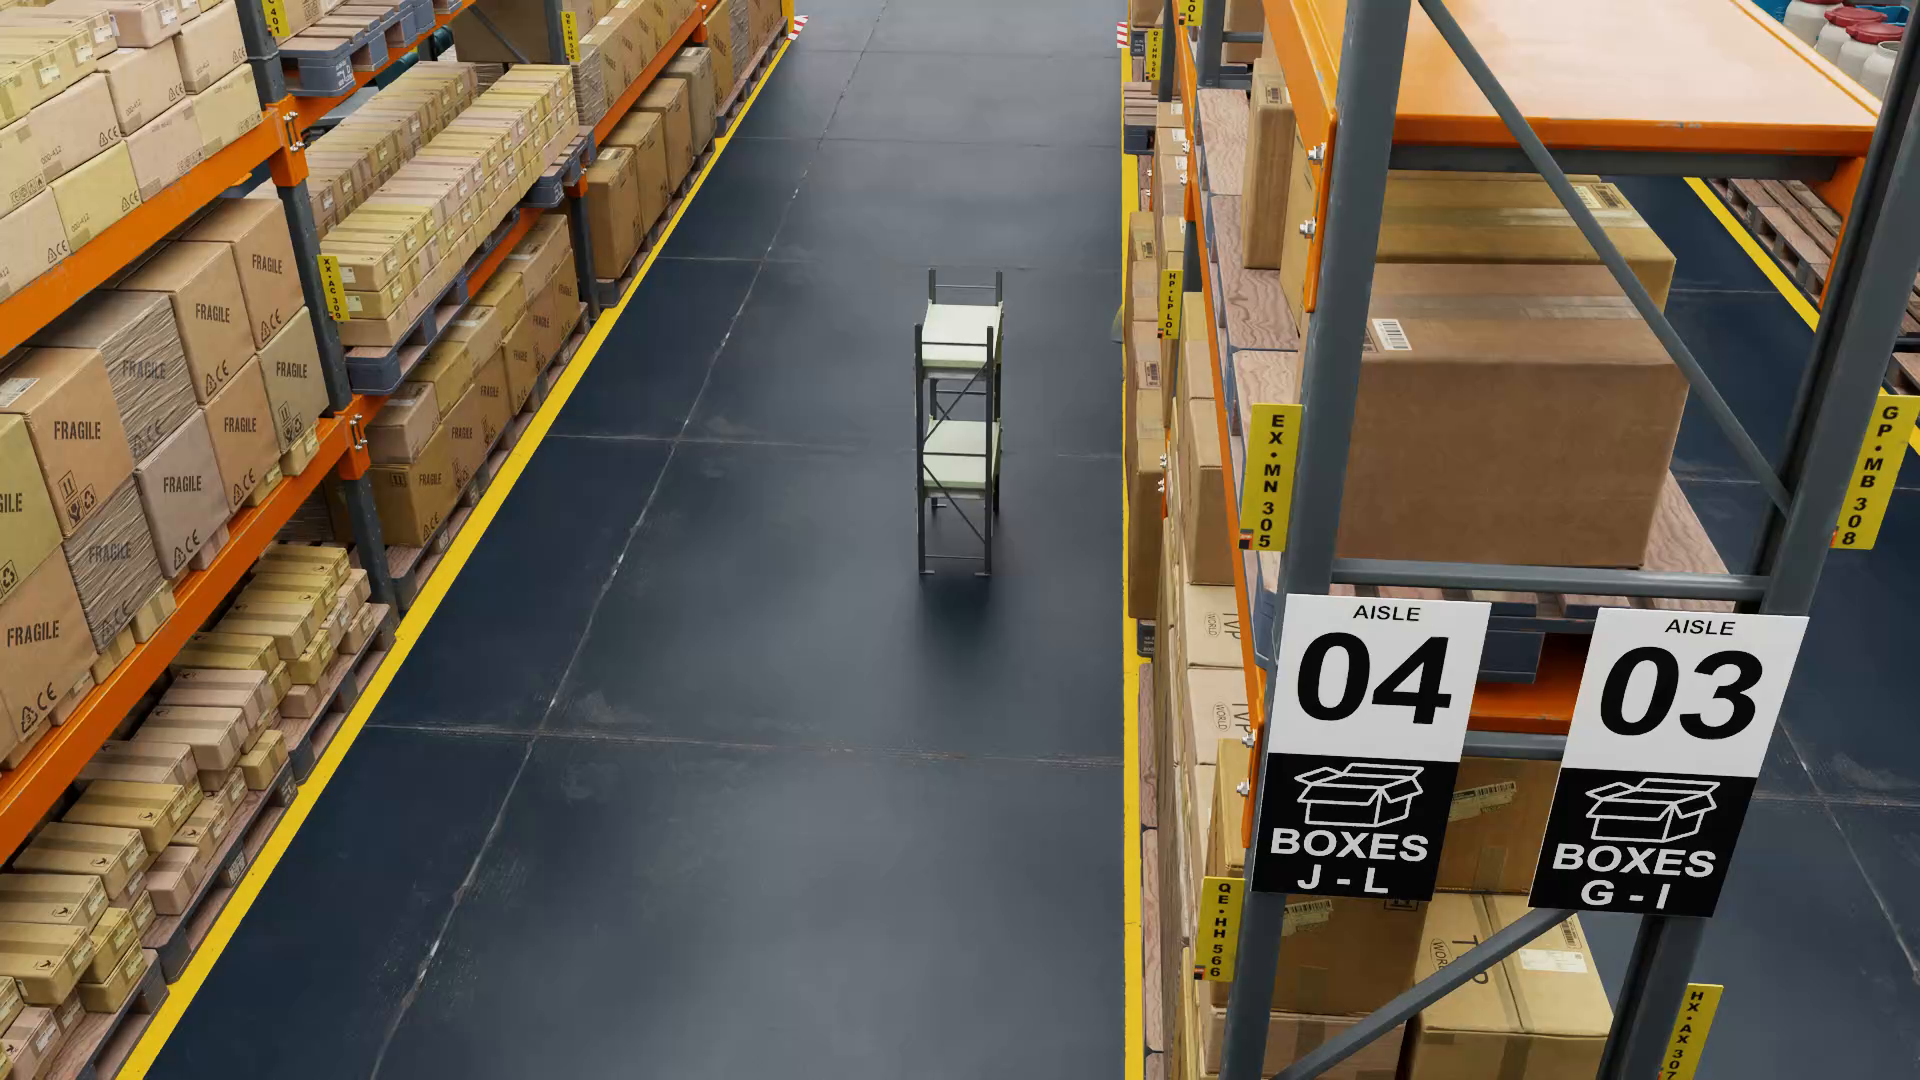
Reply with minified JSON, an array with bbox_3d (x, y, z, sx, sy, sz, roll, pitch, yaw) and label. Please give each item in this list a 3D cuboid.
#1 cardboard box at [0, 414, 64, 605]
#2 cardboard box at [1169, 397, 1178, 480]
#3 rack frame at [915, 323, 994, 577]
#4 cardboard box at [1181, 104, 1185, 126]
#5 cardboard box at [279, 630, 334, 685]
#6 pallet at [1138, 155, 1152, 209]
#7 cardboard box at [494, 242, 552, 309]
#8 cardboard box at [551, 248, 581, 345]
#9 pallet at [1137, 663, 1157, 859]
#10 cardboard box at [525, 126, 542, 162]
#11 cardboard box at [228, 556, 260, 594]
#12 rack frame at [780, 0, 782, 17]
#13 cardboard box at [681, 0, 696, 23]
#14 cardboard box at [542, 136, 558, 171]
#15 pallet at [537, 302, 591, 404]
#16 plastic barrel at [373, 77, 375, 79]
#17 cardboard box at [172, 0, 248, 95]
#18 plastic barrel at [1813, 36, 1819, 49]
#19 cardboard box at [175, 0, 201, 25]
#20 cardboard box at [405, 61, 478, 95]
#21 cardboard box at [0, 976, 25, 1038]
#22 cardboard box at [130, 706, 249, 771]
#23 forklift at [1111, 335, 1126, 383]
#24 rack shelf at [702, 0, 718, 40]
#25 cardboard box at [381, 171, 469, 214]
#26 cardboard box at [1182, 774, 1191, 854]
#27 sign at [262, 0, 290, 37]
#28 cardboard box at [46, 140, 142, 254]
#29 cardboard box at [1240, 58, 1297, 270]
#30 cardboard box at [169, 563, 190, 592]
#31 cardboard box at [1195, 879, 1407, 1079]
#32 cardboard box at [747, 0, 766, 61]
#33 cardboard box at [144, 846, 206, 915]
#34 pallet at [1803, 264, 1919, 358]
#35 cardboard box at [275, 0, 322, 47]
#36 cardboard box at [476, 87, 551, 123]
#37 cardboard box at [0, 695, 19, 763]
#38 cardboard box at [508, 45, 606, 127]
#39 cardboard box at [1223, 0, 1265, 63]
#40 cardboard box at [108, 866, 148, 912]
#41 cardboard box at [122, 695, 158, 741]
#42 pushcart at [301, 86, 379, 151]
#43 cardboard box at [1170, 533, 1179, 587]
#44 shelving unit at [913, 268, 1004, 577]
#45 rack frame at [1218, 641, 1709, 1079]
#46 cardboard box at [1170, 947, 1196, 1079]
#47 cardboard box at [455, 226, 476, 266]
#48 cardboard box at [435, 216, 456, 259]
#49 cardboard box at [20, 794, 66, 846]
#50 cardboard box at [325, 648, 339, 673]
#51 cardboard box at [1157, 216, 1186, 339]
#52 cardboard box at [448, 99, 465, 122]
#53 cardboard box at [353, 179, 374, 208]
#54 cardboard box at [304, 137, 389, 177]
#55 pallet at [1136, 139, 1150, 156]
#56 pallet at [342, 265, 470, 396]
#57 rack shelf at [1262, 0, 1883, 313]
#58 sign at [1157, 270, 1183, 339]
[{"bbox_3d":[-3.390,-0.086,5.478,0.500,0.500,0.500,2,32,3],"label":"cardboard box"},{"bbox_3d":[1.171,-0.387,7.159,0.500,0.250,0.500,2,32,3],"label":"cardboard box"},{"bbox_3d":[-0.029,-0.451,8.832,0.400,1.500,0.023,2,32,4],"label":"rack frame"},{"bbox_3d":[1.664,-2.398,9.511,0.797,0.503,0.637,3,32,5],"label":"cardboard box"},{"bbox_3d":[-3.188,0.546,7.819,0.380,0.149,0.250,1,32,2],"label":"cardboard box"},{"bbox_3d":[2.060,-3.148,14.437,1.003,0.211,1.213,2,32,4],"label":"pallet"},{"bbox_3d":[-2.964,-1.716,10.723,0.500,0.250,0.500,3,32,5],"label":"cardboard box"},{"bbox_3d":[-2.932,-1.675,11.371,0.500,0.500,0.500,2,32,4],"label":"cardboard box"},{"bbox_3d":[1.330,1.022,7.670,1.003,0.211,1.213,2,32,4],"label":"pallet"},{"bbox_3d":[-2.786,-2.428,10.167,0.380,0.149,0.250,3,32,4],"label":"cardboard box"},{"bbox_3d":[-3.700,0.129,8.212,0.380,0.149,0.250,4,32,6],"label":"cardboard box"},{"bbox_3d":[-2.488,-7.099,18.190,1.000,3.000,0.127,2,32,4],"label":"rack frame"},{"bbox_3d":[-2.590,-4.765,14.308,0.500,0.500,0.500,2,32,4],"label":"cardboard box"},{"bbox_3d":[-2.764,-2.445,10.478,0.380,0.149,0.250,3,32,5],"label":"cardboard box"},{"bbox_3d":[-3.204,-1.320,11.471,1.003,0.211,1.213,2,32,4],"label":"pallet"},{"bbox_3d":[-6.089,-5.016,17.266,0.512,0.421,0.421,27,41,37],"label":"plastic barrel"},{"bbox_3d":[-3.249,-1.998,6.720,0.500,0.250,0.500,1,32,2],"label":"cardboard box"},{"bbox_3d":[6.797,-3.786,12.947,0.301,0.262,0.301,0,32,0],"label":"plastic barrel"},{"bbox_3d":[-3.230,-2.105,6.515,0.380,0.149,0.250,3,32,5],"label":"cardboard box"},{"bbox_3d":[-3.370,-3.005,10.819,0.380,0.149,0.250,3,32,4],"label":"cardboard box"},{"bbox_3d":[-3.507,1.641,5.759,0.380,0.149,0.250,3,32,5],"label":"cardboard box"},{"bbox_3d":[-3.268,0.840,7.058,0.380,0.149,0.250,1,32,2],"label":"cardboard box"},{"bbox_3d":[2.551,-2.285,10.444,3.031,2.935,1.130,-1,32,-1],"label":"forklift"},{"bbox_3d":[-2.651,-5.747,16.682,1.077,0.370,4.000,2,32,4],"label":"rack shelf"},{"bbox_3d":[-2.891,-1.880,8.993,0.380,0.149,0.250,2,32,4],"label":"cardboard box"},{"bbox_3d":[0.927,0.905,5.442,0.380,0.149,0.250,2,32,3],"label":"cardboard box"},{"bbox_3d":[-2.924,-2.302,7.054,0.100,0.325,0.005,2,32,4],"label":"sign"},{"bbox_3d":[-3.329,-1.243,5.971,0.500,0.250,0.500,2,32,3],"label":"cardboard box"},{"bbox_3d":[1.234,-1.140,5.071,0.700,0.500,0.500,4,32,6],"label":"cardboard box"},{"bbox_3d":[-3.360,0.127,6.705,0.380,0.149,0.250,2,32,3],"label":"cardboard box"},{"bbox_3d":[0.920,1.205,4.575,0.500,0.250,0.500,2,32,3],"label":"cardboard box"},{"bbox_3d":[-2.547,-5.555,17.311,0.875,0.875,0.875,2,32,3],"label":"cardboard box"},{"bbox_3d":[-3.313,1.379,6.751,0.380,0.149,0.250,1,32,2],"label":"cardboard box"},{"bbox_3d":[6.834,-1.655,12.015,1.003,0.211,1.213,2,32,4],"label":"pallet"},{"bbox_3d":[-3.325,-2.516,7.399,0.700,0.500,0.500,3,32,4],"label":"cardboard box"},{"bbox_3d":[-2.766,-2.696,10.319,0.380,0.149,0.250,3,32,5],"label":"cardboard box"},{"bbox_3d":[-3.461,0.595,5.327,0.500,0.500,0.500,3,32,4],"label":"cardboard box"},{"bbox_3d":[-2.834,-3.181,11.738,0.500,0.500,0.500,3,32,5],"label":"cardboard box"},{"bbox_3d":[1.507,-2.361,7.148,0.700,0.500,0.500,3,32,5],"label":"cardboard box"},{"bbox_3d":[-3.426,1.368,6.485,0.380,0.149,0.250,1,32,2],"label":"cardboard box"},{"bbox_3d":[-3.799,0.809,7.392,0.380,0.149,0.250,4,32,6],"label":"cardboard box"},{"bbox_3d":[-5.479,-3.978,15.626,1.648,0.377,0.936,-8,33,-13],"label":"pushcart"},{"bbox_3d":[1.053,0.101,6.747,0.380,0.149,0.250,2,32,3],"label":"cardboard box"},{"bbox_3d":[0.001,-0.642,9.142,0.431,1.500,0.755,2,32,4],"label":"shelving unit"},{"bbox_3d":[1.145,1.532,4.184,1.000,3.000,0.127,2,32,4],"label":"rack frame"},{"bbox_3d":[1.117,1.920,5.180,0.875,0.875,0.875,2,32,4],"label":"cardboard box"},{"bbox_3d":[-2.892,-1.622,9.143,0.380,0.149,0.250,1,32,2],"label":"cardboard box"},{"bbox_3d":[-2.914,-1.615,8.848,0.380,0.149,0.250,1,32,2],"label":"cardboard box"},{"bbox_3d":[-3.845,1.083,6.663,0.380,0.149,0.250,1,32,2],"label":"cardboard box"},{"bbox_3d":[-3.262,0.563,8.075,0.380,0.149,0.250,3,32,5],"label":"cardboard box"},{"bbox_3d":[1.319,-1.390,8.831,0.500,0.500,0.500,2,32,3],"label":"cardboard box"},{"bbox_3d":[-3.399,-2.728,10.653,0.380,0.149,0.250,4,32,6],"label":"cardboard box"},{"bbox_3d":[-3.526,-1.928,9.356,0.380,0.149,0.250,3,32,4],"label":"cardboard box"},{"bbox_3d":[-3.500,-2.190,9.496,0.380,0.149,0.250,2,32,3],"label":"cardboard box"},{"bbox_3d":[2.141,-3.908,15.670,1.003,0.211,1.213,2,32,4],"label":"pallet"},{"bbox_3d":[-3.258,-1.136,8.697,1.003,0.211,1.213,2,32,4],"label":"pallet"},{"bbox_3d":[1.307,-1.591,4.601,1.077,0.370,4.000,2,32,4],"label":"rack shelf"},{"bbox_3d":[0.929,-1.036,7.325,0.100,0.325,0.005,2,32,4],"label":"sign"}]
